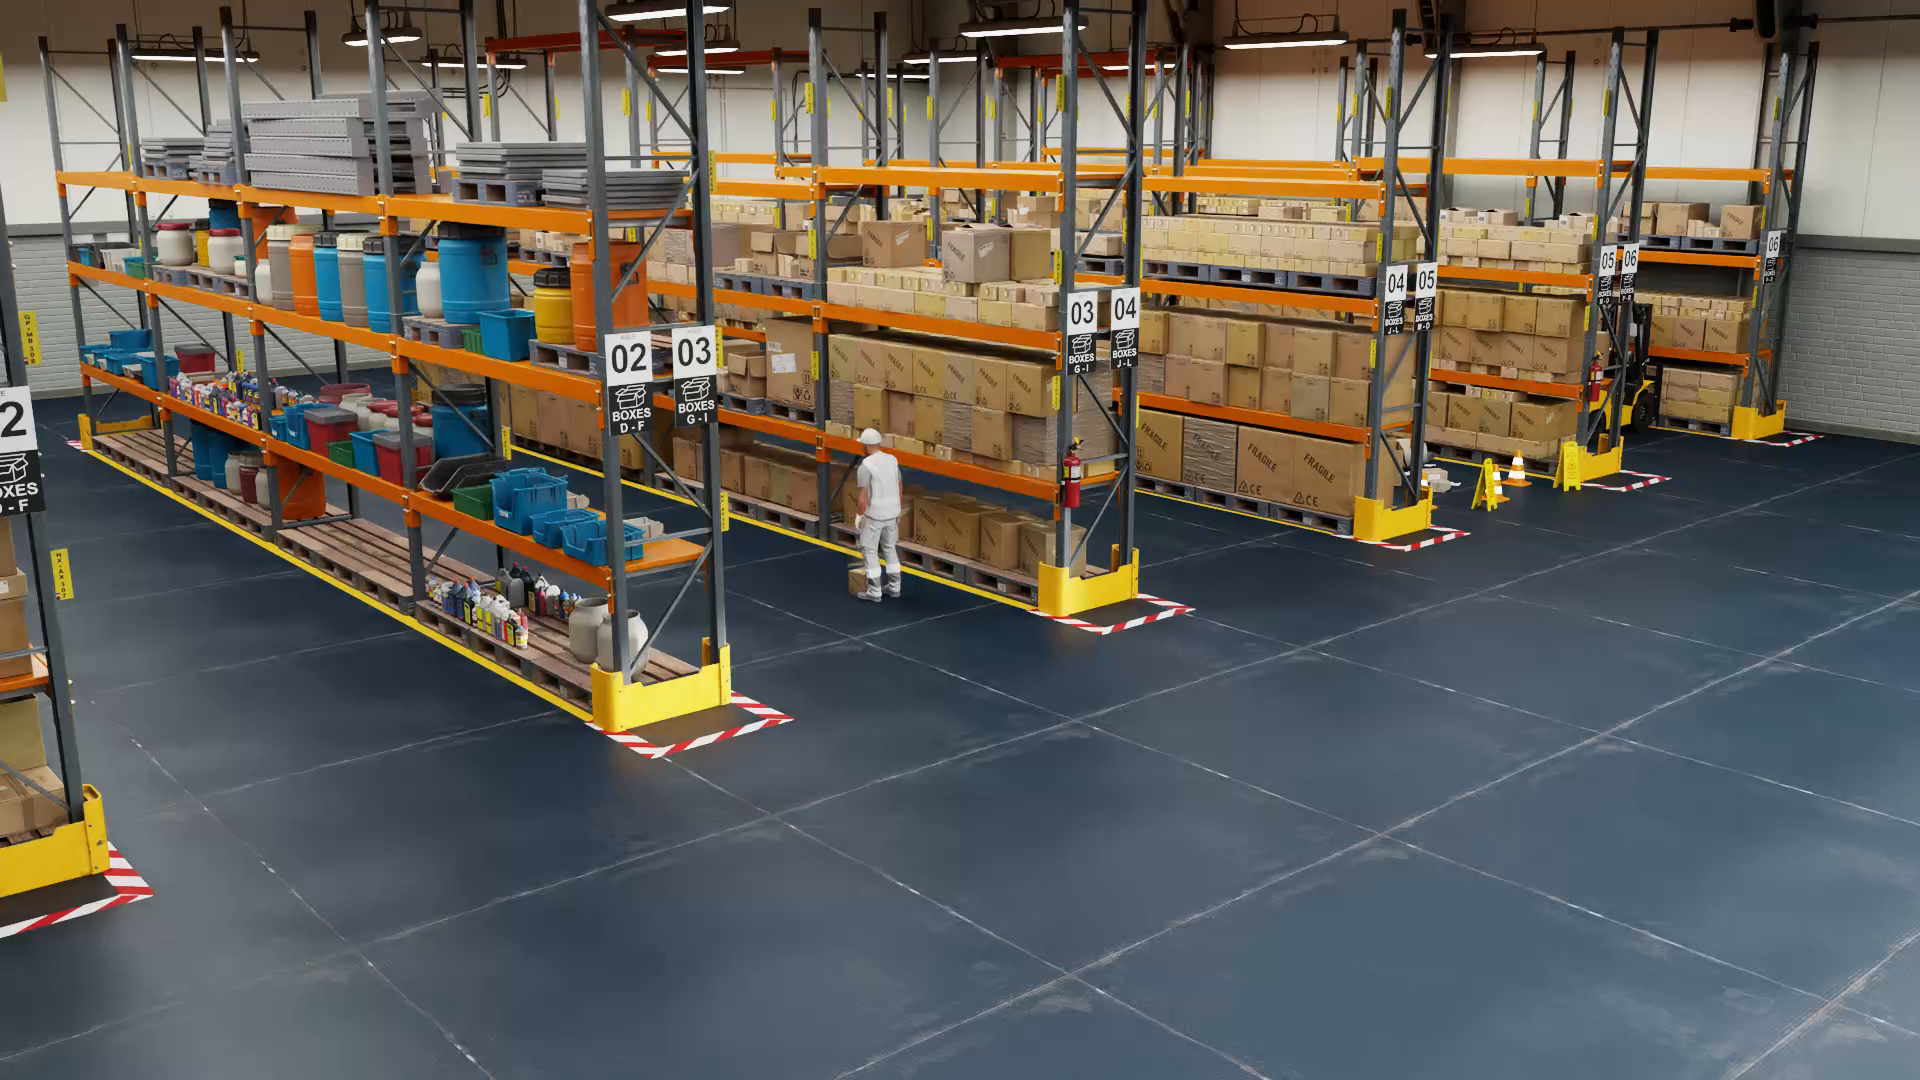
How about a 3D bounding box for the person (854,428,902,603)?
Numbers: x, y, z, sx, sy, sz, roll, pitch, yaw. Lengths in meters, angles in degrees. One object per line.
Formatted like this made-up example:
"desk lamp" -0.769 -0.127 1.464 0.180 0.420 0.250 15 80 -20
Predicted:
"person" -0.843 -0.259 17.017 0.609 1.777 0.453 -13 19 -42
